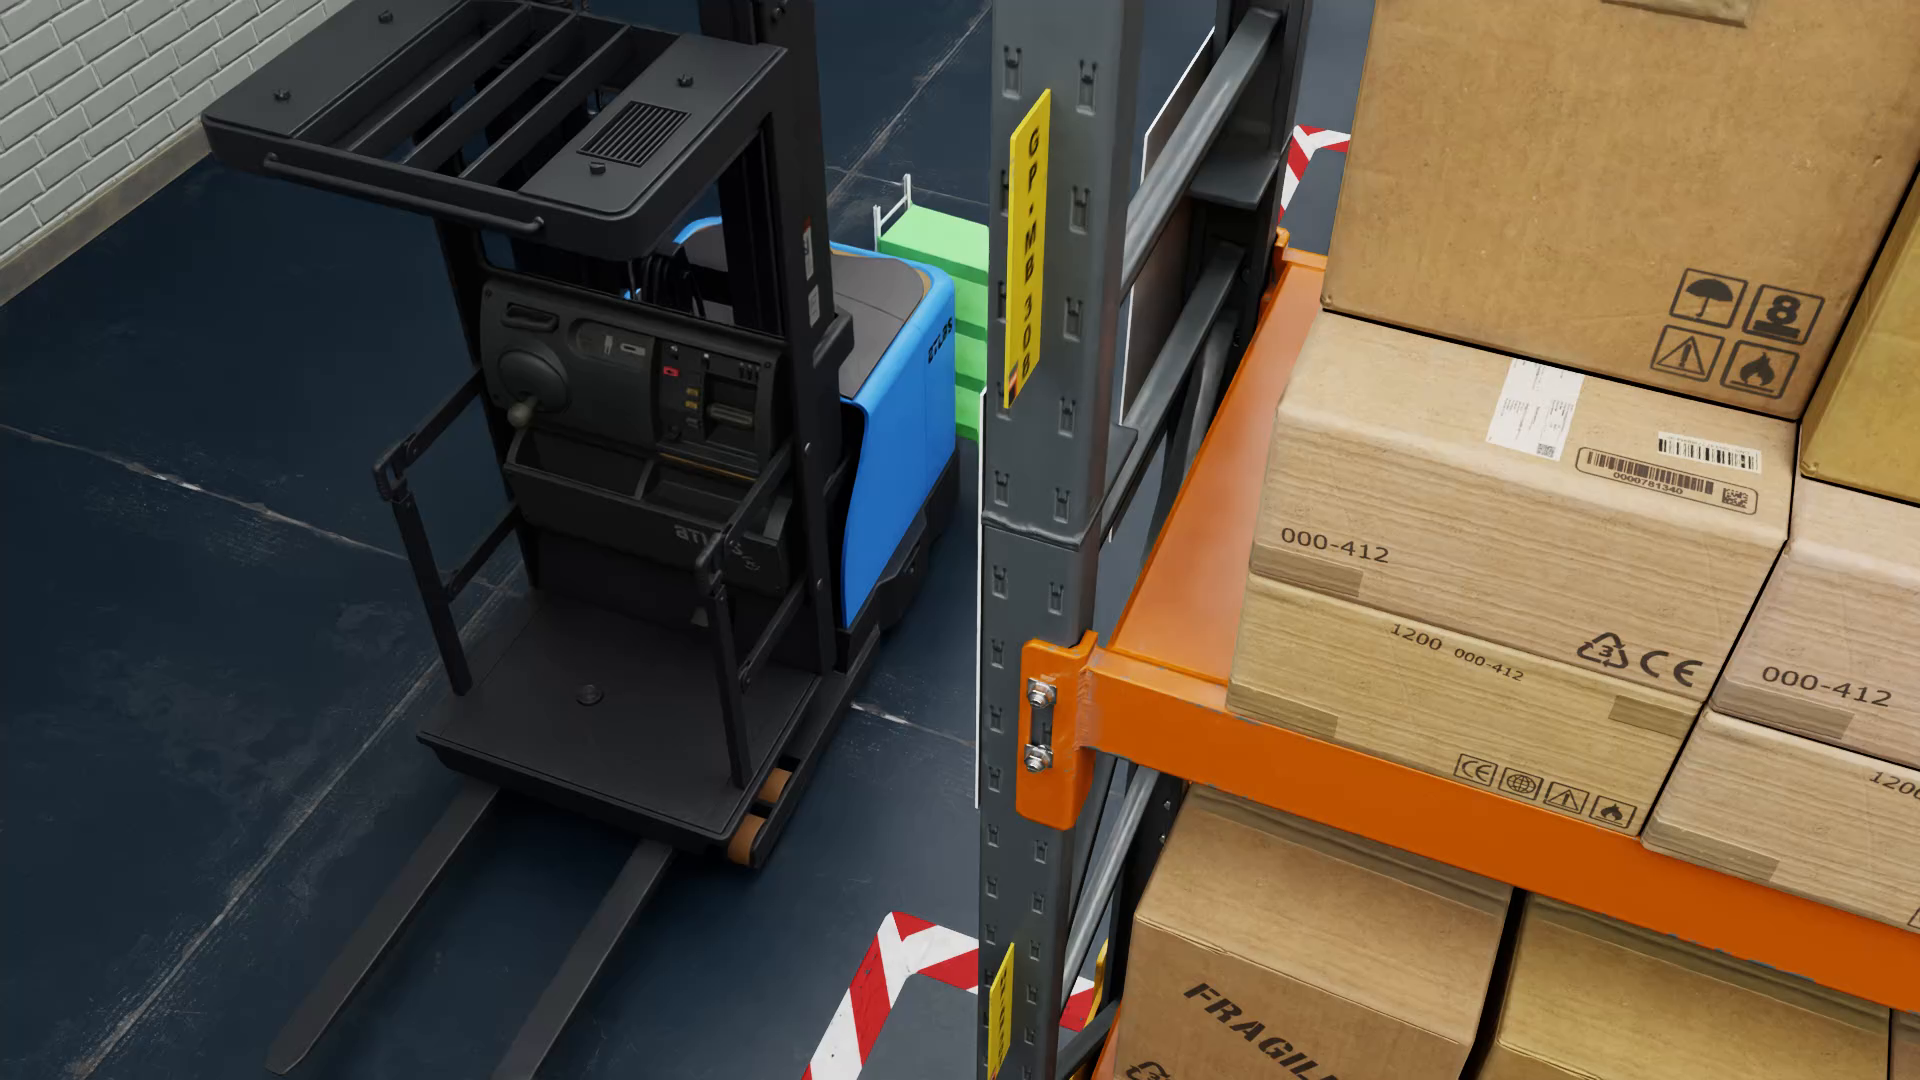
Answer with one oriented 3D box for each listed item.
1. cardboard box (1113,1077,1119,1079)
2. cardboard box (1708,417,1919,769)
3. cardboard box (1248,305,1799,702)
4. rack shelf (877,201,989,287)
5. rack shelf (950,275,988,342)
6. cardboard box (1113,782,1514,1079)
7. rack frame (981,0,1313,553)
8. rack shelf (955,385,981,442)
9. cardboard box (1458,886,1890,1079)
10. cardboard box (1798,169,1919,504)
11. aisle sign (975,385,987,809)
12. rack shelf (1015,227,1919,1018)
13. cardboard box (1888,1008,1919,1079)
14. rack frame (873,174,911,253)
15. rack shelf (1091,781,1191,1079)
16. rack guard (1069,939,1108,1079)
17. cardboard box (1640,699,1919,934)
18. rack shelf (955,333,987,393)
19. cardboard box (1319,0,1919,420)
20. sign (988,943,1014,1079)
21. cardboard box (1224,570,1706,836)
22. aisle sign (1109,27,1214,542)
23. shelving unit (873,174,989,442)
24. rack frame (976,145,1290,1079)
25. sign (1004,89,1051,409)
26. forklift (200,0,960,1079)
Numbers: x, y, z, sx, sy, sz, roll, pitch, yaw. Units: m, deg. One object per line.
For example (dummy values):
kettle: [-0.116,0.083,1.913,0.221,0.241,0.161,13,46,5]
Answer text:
cardboard box: [0.584,0.993,3.055,0.500,0.500,0.500,17,47,17]
cardboard box: [1.109,-0.002,1.751,0.500,0.250,0.500,16,47,16]
cardboard box: [0.650,-0.143,1.892,0.500,0.250,0.500,16,47,16]
rack shelf: [-0.019,-1.001,5.815,0.480,0.148,0.258,20,48,19]
rack shelf: [-0.019,-0.831,5.984,0.480,0.148,0.258,20,48,19]
cardboard box: [0.584,0.638,2.702,0.500,0.500,0.500,18,48,17]
rack frame: [0.276,-1.391,1.268,0.127,3.000,1.000,16,47,16]
rack shelf: [-0.019,-0.490,6.323,0.480,0.148,0.258,20,48,19]
cardboard box: [1.070,0.775,2.564,0.500,0.500,0.500,17,47,16]
cardboard box: [1.185,-0.398,1.616,0.500,0.500,0.700,16,47,16]
aisle sign: [0.100,-0.013,2.293,0.004,0.787,0.394,16,47,16]
rack shelf: [2.122,0.471,2.034,4.000,0.370,1.077,16,47,16]
cardboard box: [1.529,0.914,2.425,0.500,0.500,0.500,17,47,16]
rack frame: [-0.237,-0.784,6.187,0.015,1.200,0.240,20,48,19]
rack shelf: [2.122,1.534,3.092,4.000,0.370,1.077,16,47,16]
rack guard: [0.346,1.643,4.245,0.348,0.500,1.175,16,47,16]
cardboard box: [1.109,0.175,1.927,0.500,0.250,0.500,16,47,16]
rack shelf: [-0.019,-0.660,6.154,0.480,0.148,0.258,20,48,19]
cardboard box: [0.757,-0.588,1.808,0.500,0.500,0.700,16,47,16]
sign: [0.067,0.782,2.723,0.005,0.325,0.100,16,47,16]
cardboard box: [0.652,0.031,2.072,0.500,0.250,0.500,16,47,16]
aisle sign: [0.331,-0.404,2.686,0.004,0.787,0.394,16,47,16]
shelving unit: [-0.019,-0.706,6.109,0.503,1.200,0.258,20,48,19]
rack frame: [0.276,0.736,3.384,0.127,3.000,1.000,16,47,16]
sign: [0.067,-0.284,1.662,0.005,0.325,0.100,16,47,16]
forklift: [-1.015,-0.357,4.531,1.130,2.935,3.031,16,47,15]
